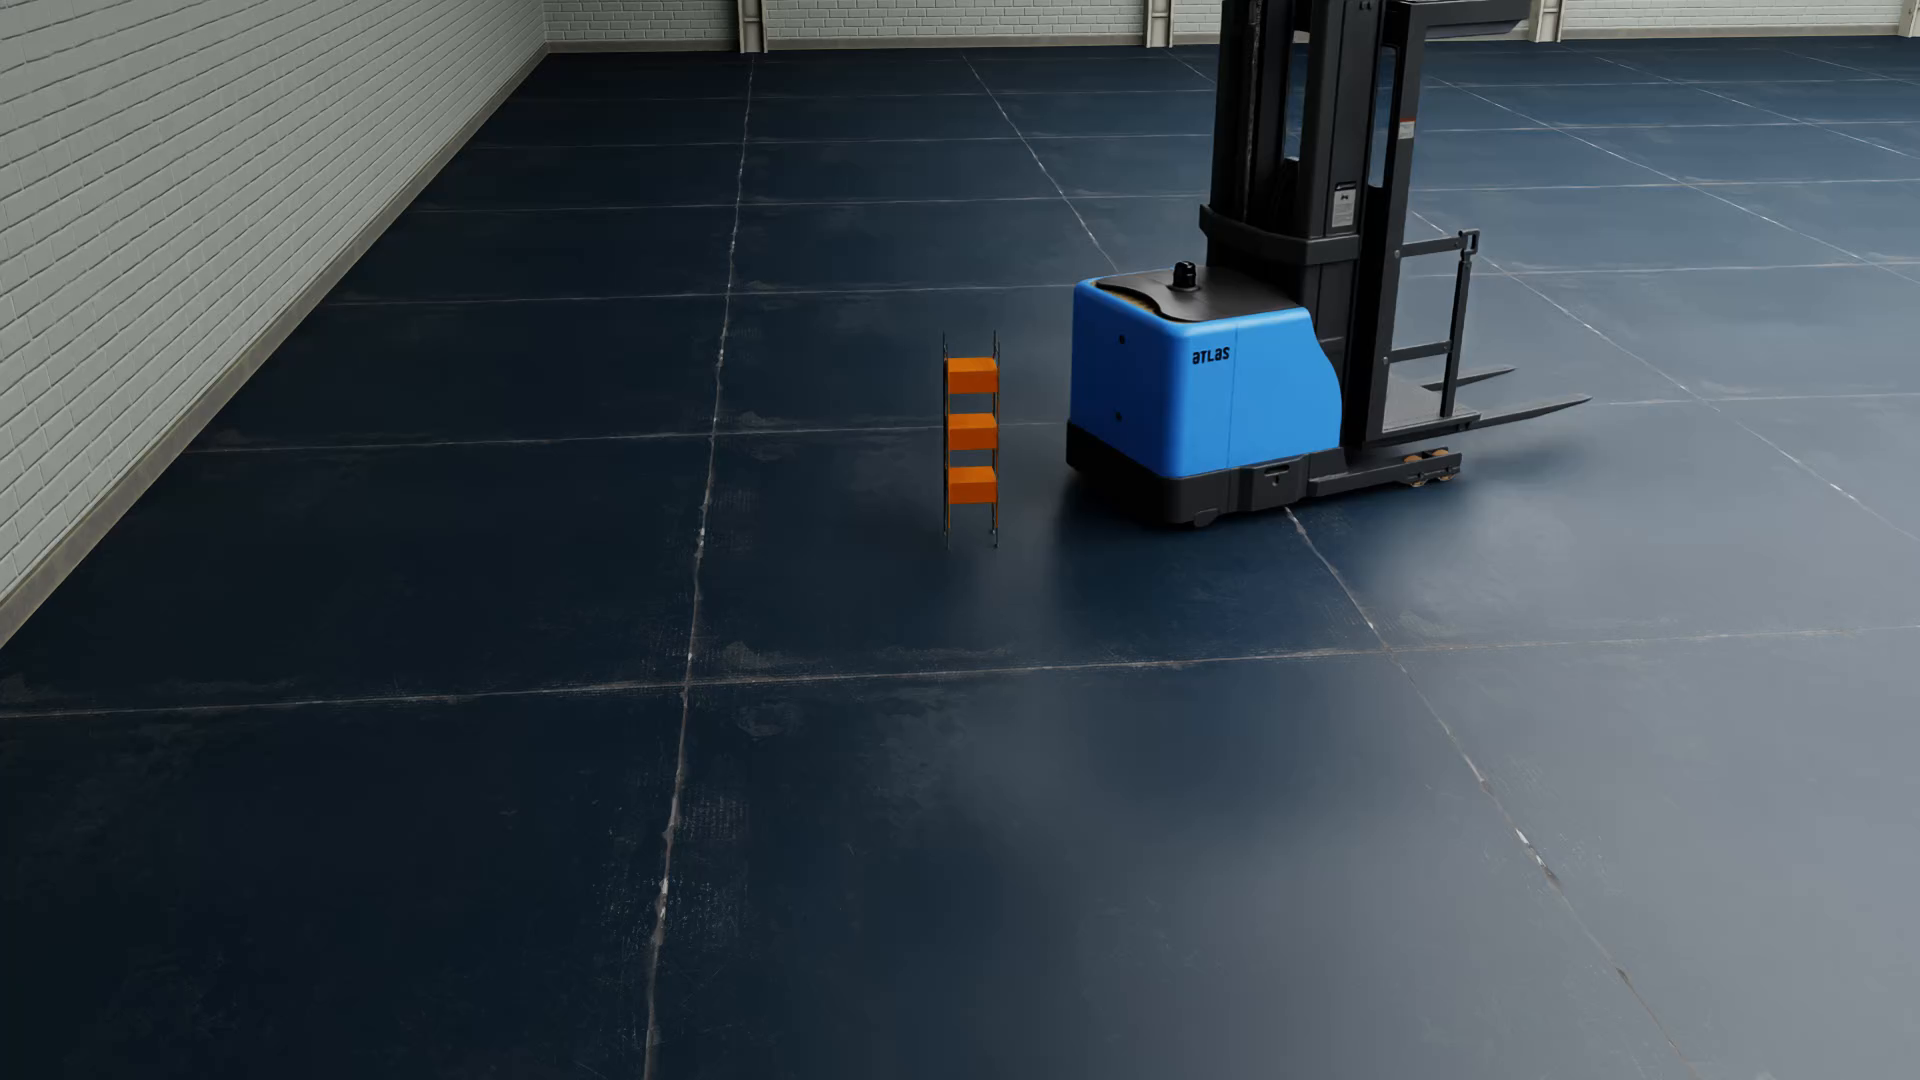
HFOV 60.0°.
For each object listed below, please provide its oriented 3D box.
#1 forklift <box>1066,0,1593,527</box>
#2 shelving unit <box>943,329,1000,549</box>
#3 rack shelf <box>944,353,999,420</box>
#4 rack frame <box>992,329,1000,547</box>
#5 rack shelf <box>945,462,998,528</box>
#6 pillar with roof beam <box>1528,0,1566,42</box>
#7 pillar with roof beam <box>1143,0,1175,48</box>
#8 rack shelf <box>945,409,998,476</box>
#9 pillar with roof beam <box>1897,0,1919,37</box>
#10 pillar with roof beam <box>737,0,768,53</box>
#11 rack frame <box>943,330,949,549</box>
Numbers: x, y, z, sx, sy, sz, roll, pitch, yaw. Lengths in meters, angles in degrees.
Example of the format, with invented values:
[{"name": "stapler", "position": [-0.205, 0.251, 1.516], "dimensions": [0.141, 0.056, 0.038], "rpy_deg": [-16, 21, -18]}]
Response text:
[{"name": "forklift", "position": [2.129, -1.802, 8.695], "dimensions": [3.031, 2.935, 1.130], "rpy_deg": [-11, 26, -24]}, {"name": "shelving unit", "position": [0.053, -0.482, 8.042], "dimensions": [0.252, 1.050, 0.215], "rpy_deg": [-2, 24, -5]}, {"name": "rack shelf", "position": [0.053, -0.732, 7.931], "dimensions": [0.240, 0.259, 0.215], "rpy_deg": [-2, 24, -5]}, {"name": "rack frame", "position": [0.175, -0.487, 8.053], "dimensions": [0.008, 1.050, 0.200], "rpy_deg": [-2, 24, -5]}, {"name": "rack shelf", "position": [0.053, -0.218, 8.159], "dimensions": [0.240, 0.259, 0.215], "rpy_deg": [-2, 24, -5]}, {"name": "pillar with roof beam", "position": [9.348, -10.006, 19.682], "dimensions": [0.400, 9.000, 9.100], "rpy_deg": [-2, 24, -5]}, {"name": "pillar with roof beam", "position": [3.377, -9.766, 19.143], "dimensions": [0.400, 9.000, 9.100], "rpy_deg": [-2, 24, -5]}, {"name": "rack shelf", "position": [0.053, -0.472, 8.046], "dimensions": [0.240, 0.259, 0.215], "rpy_deg": [-2, 24, -5]}, {"name": "pillar with roof beam", "position": [15.319, -10.245, 20.220], "dimensions": [0.400, 9.000, 9.100], "rpy_deg": [-2, 24, -5]}, {"name": "pillar with roof beam", "position": [-2.594, -9.526, 18.604], "dimensions": [0.400, 9.000, 9.100], "rpy_deg": [-2, 24, -5]}, {"name": "rack frame", "position": [-0.068, -0.477, 8.031], "dimensions": [0.008, 1.050, 0.200], "rpy_deg": [-2, 24, -5]}]
